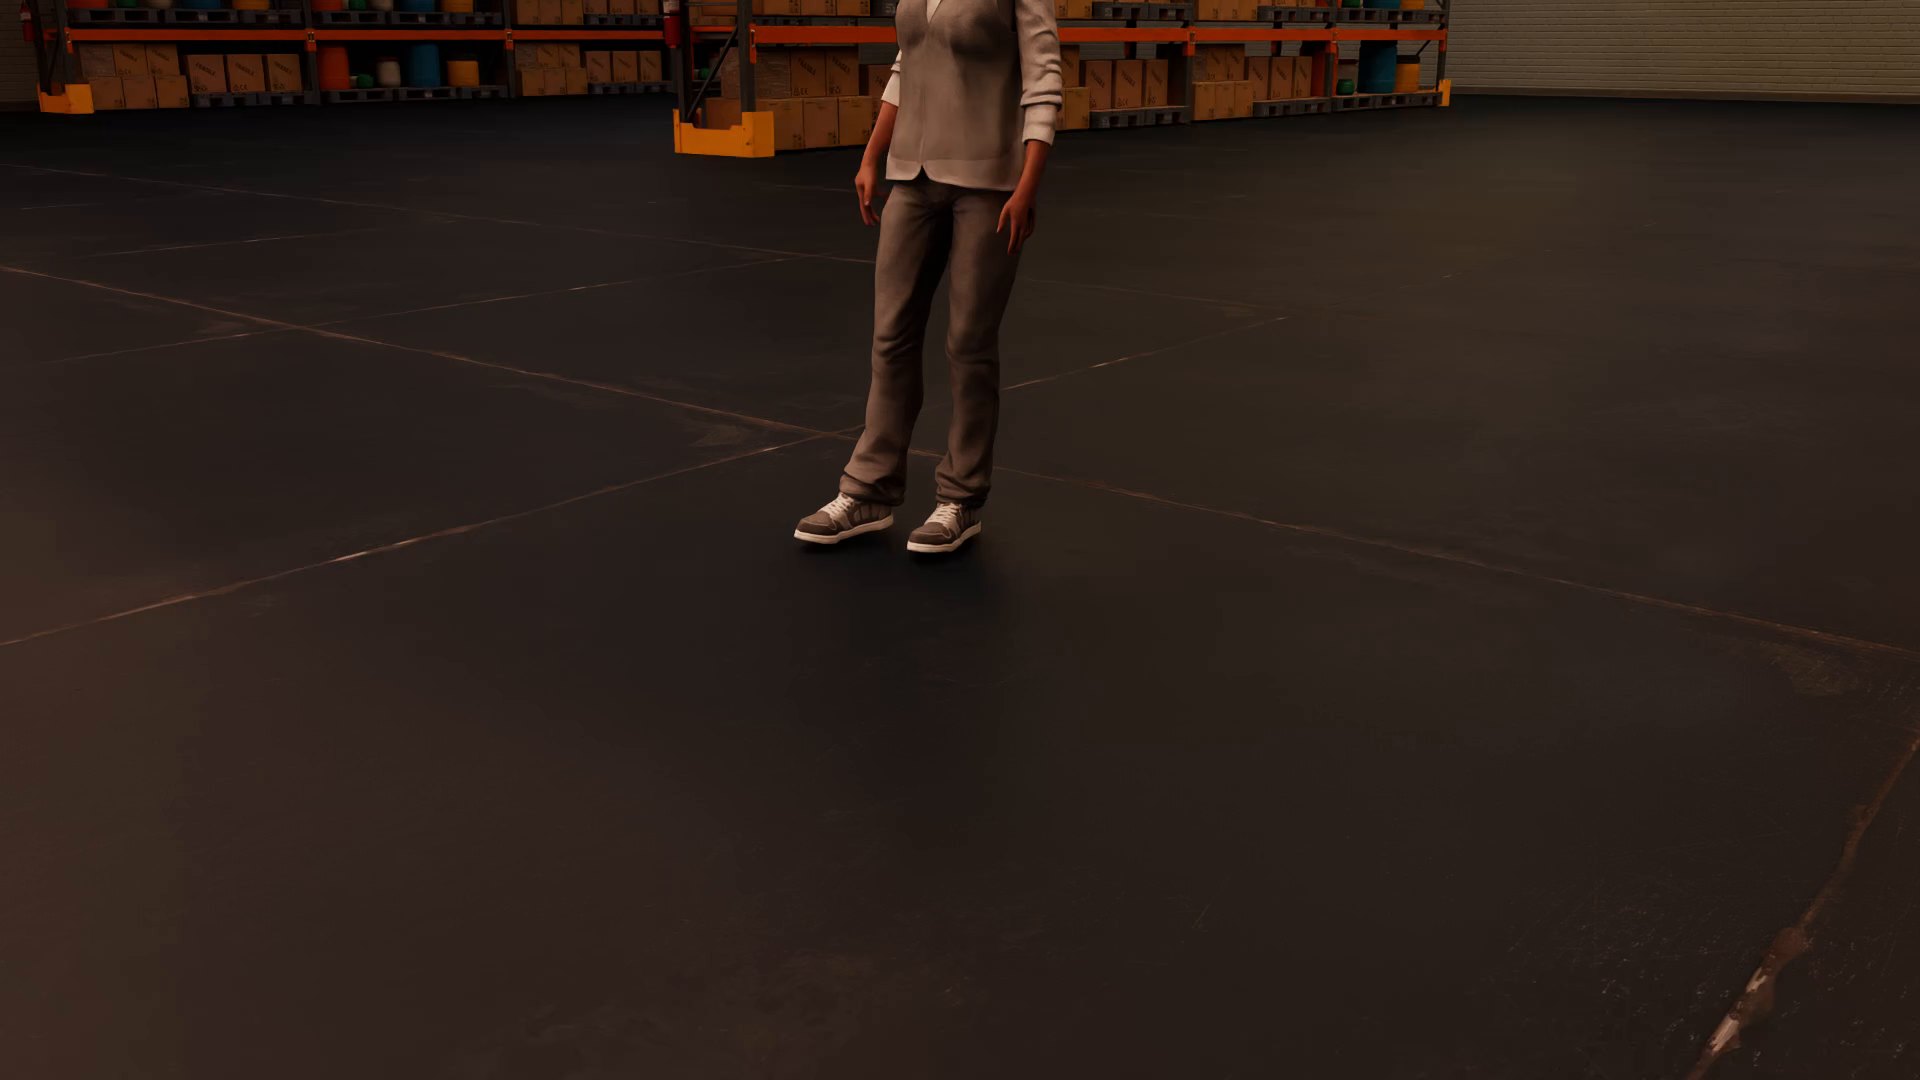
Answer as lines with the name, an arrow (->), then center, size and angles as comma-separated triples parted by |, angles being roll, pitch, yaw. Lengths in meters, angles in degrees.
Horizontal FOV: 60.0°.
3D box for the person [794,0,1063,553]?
person -> -0.059, -0.757, 3.661 | 0.520, 1.599, 0.473 | 13, 21, 37
